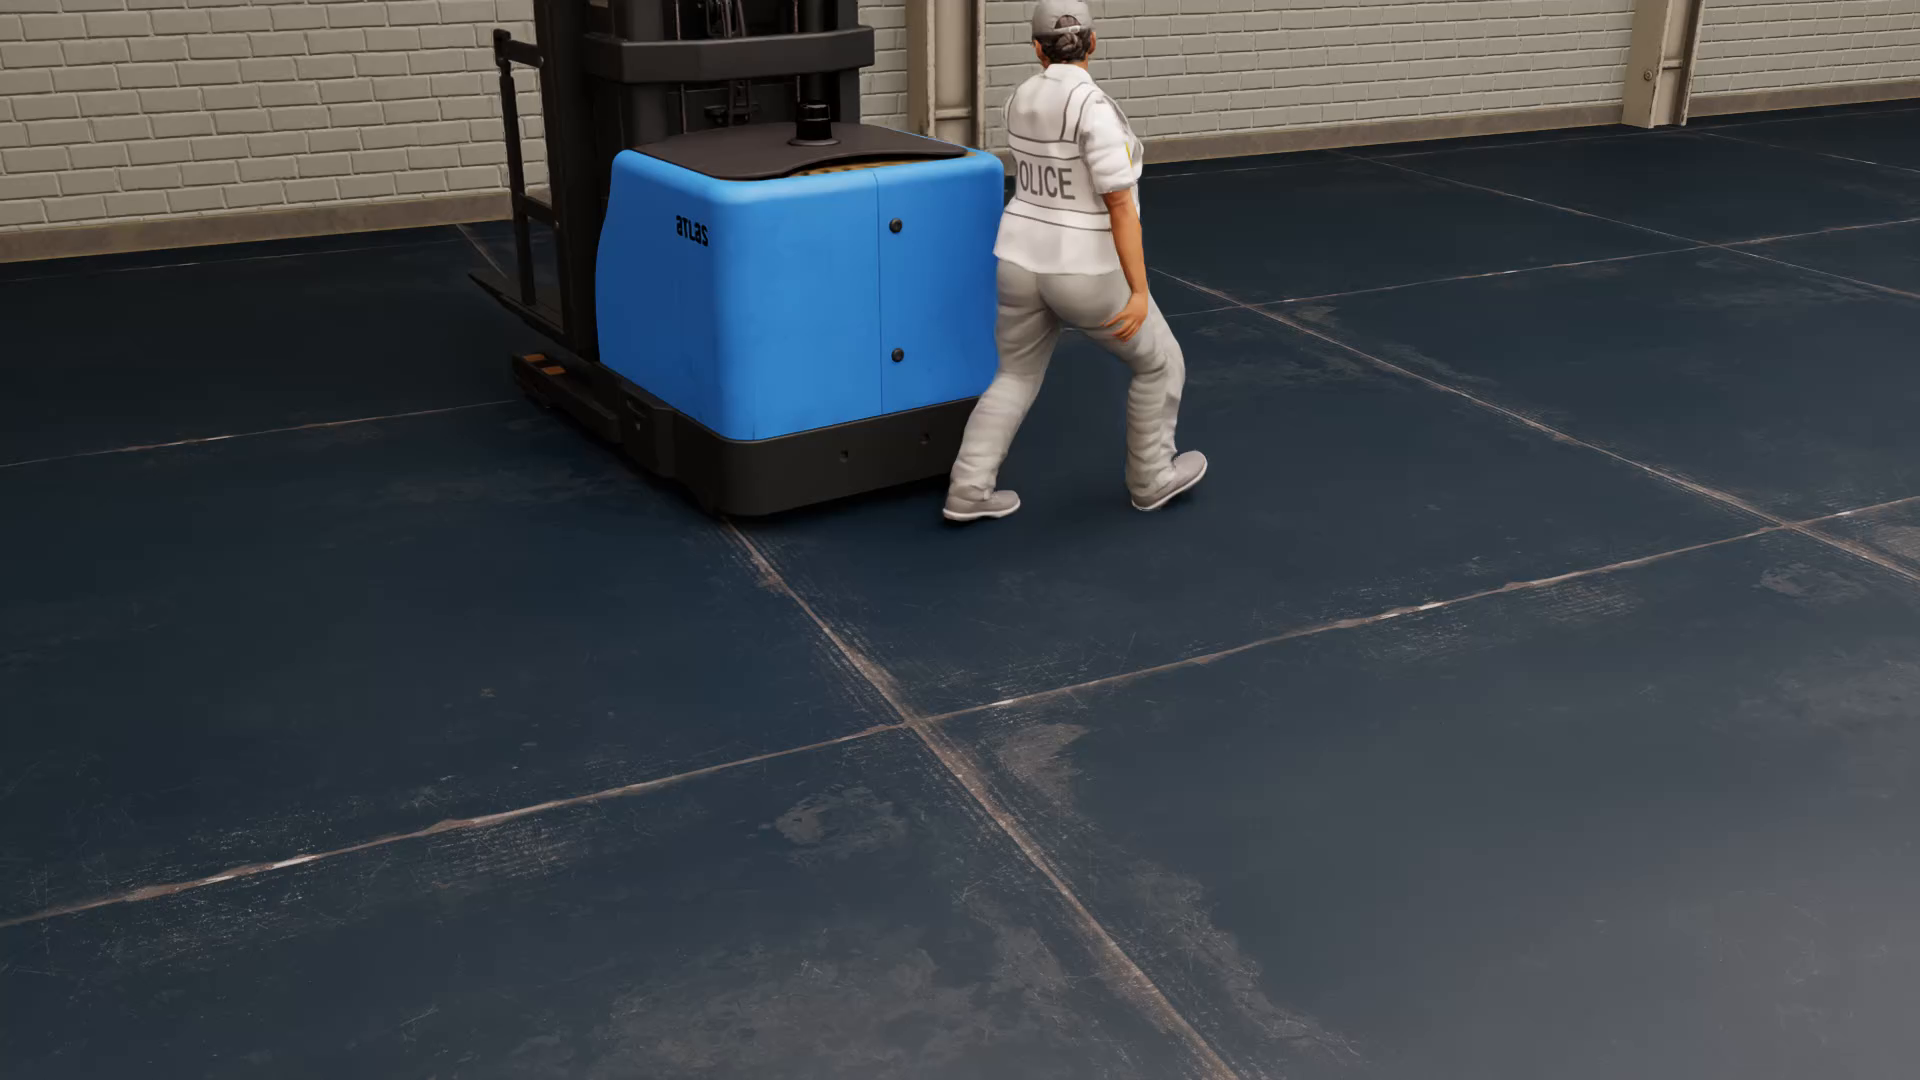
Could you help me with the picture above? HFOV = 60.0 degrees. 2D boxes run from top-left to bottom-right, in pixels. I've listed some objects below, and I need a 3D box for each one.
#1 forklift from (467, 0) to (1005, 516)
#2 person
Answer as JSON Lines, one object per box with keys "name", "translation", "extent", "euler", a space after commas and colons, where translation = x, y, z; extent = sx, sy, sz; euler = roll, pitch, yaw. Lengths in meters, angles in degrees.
{"name": "forklift", "translation": [-1.079, -1.938, 5.951], "extent": [1.130, 2.935, 3.031], "euler": [-14, 27, -31]}
{"name": "person", "translation": [0.395, -0.819, 5.034], "extent": [0.815, 1.599, 0.628], "euler": [-21, 30, -41]}
